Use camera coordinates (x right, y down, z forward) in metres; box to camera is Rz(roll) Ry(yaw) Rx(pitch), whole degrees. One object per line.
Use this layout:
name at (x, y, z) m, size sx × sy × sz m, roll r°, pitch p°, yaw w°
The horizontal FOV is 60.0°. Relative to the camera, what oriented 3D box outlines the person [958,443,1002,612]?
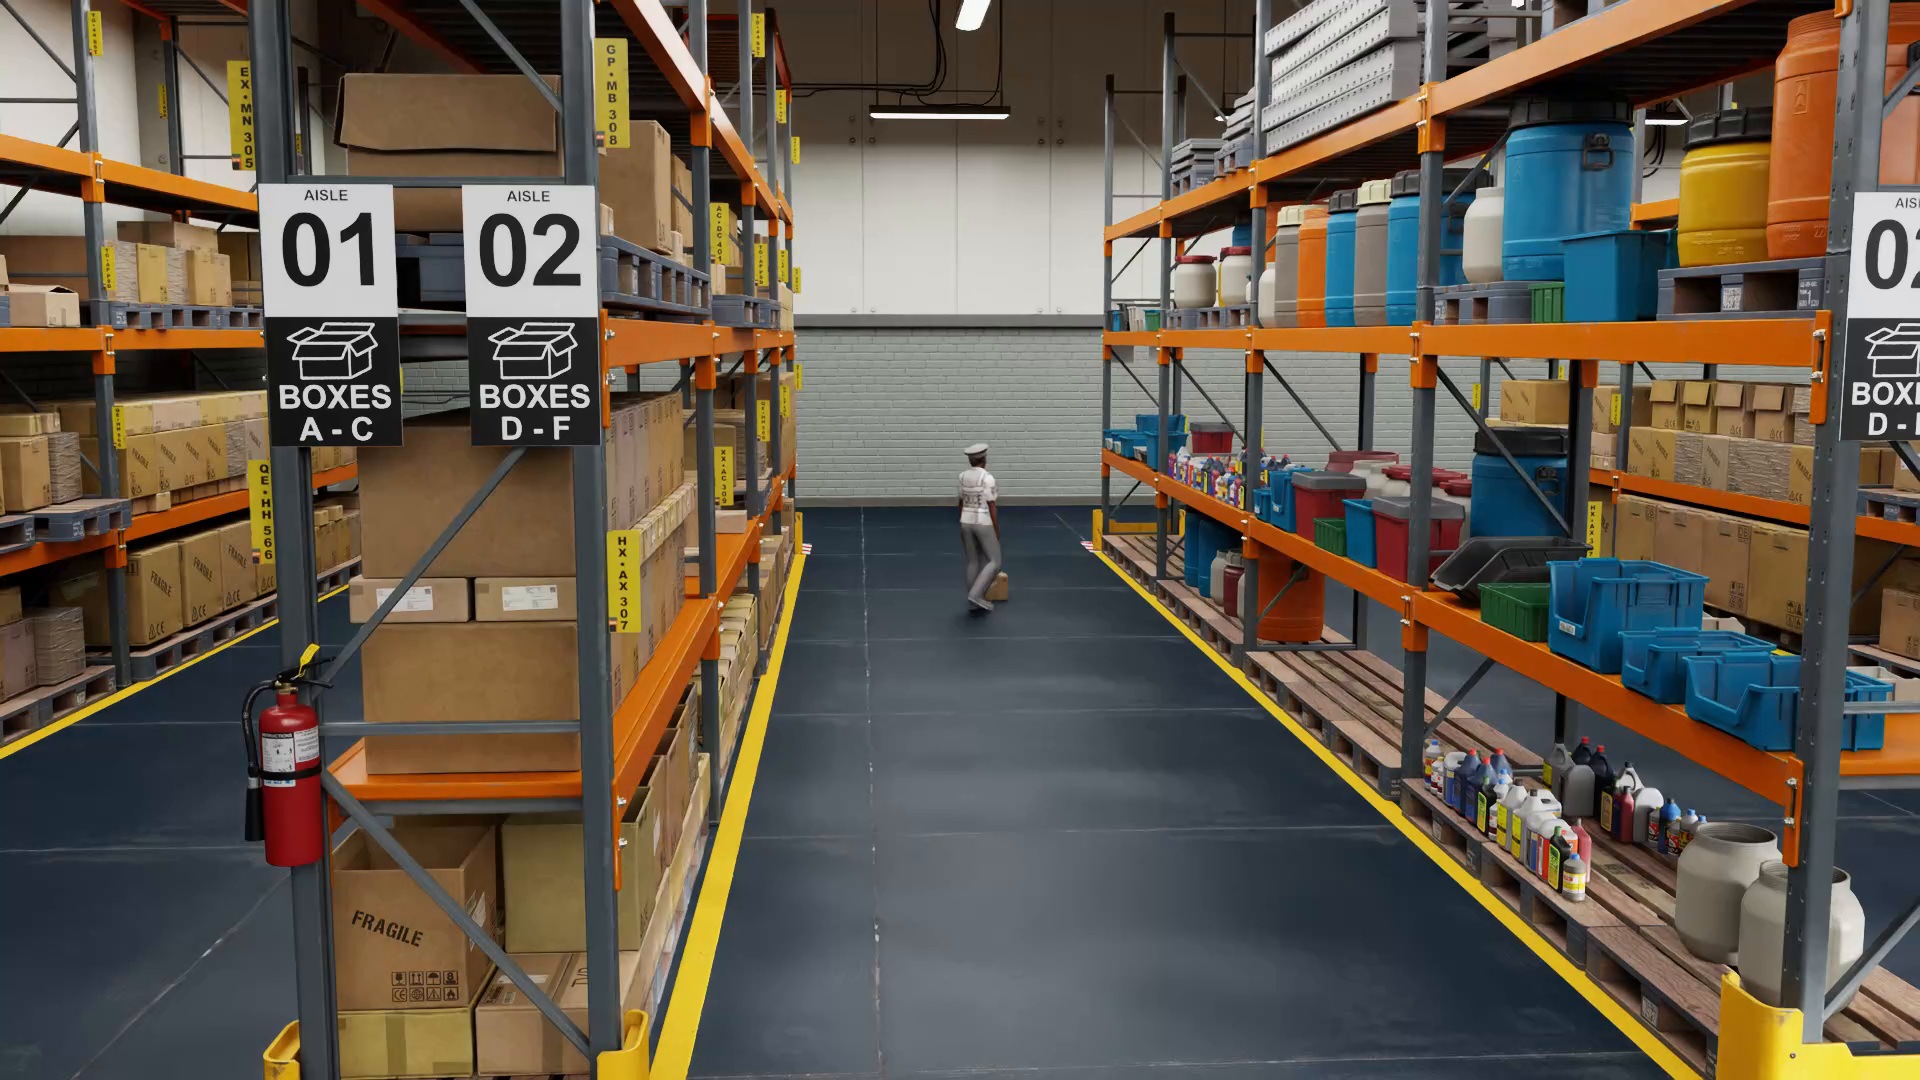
person at (0.185, -0.121, 16.593) m, size 0.497 × 1.679 × 0.536 m, roll 6°, pitch 9°, yaw 41°
